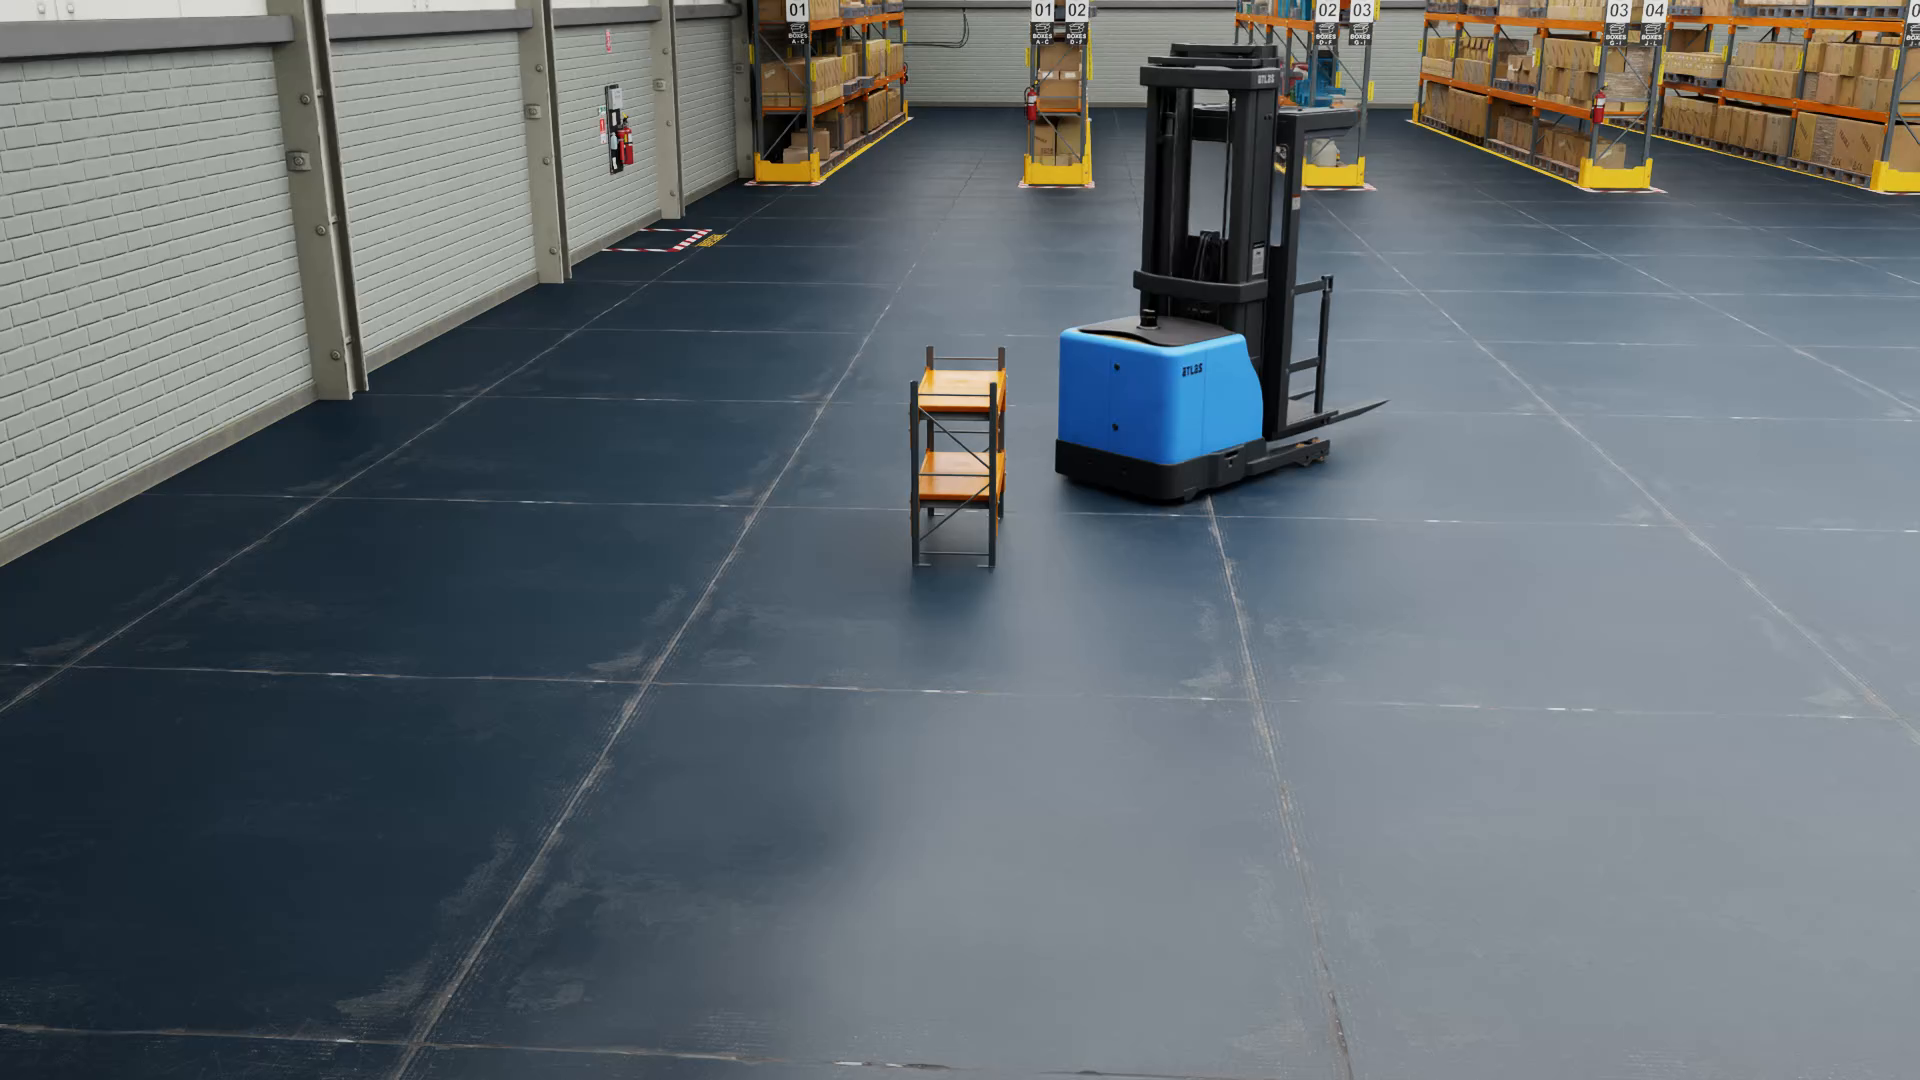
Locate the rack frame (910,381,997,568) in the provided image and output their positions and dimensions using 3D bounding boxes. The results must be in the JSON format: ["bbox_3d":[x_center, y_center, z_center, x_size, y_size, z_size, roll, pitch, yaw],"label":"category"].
[{"bbox_3d":[-0.036,-0.379,9.772,0.500,1.125,0.032,1,18,4],"label":"rack frame"}]

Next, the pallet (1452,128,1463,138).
[{"bbox_3d":[12.517,-9.855,40.161,1.003,0.211,1.213,1,18,4],"label":"pallet"}]

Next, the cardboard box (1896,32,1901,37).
[{"bbox_3d":[22.663,-12.124,39.798,0.380,0.149,0.250,1,18,3],"label":"cardboard box"}]

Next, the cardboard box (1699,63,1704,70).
[{"bbox_3d":[16.765,-10.587,37.168,0.380,0.149,0.250,2,18,5],"label":"cardboard box"}]

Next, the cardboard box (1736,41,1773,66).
[{"bbox_3d":[17.108,-10.421,35.643,0.700,0.500,0.500,1,18,4],"label":"cardboard box"}]

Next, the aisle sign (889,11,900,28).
[{"bbox_3d":[-1.734,-14.247,44.910,0.394,0.787,0.004,1,18,4],"label":"aisle sign"}]

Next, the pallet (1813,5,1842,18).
[{"bbox_3d":[16.794,-9.925,31.219,1.003,0.211,1.213,1,18,4],"label":"pallet"}]

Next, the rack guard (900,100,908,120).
[{"bbox_3d":[-2.036,-11.816,45.679,1.175,0.500,0.348,1,18,4],"label":"rack guard"}]

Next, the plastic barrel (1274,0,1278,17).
[{"bbox_3d":[6.948,-11.466,35.092,0.600,0.830,0.708,1,18,4],"label":"plastic barrel"}]

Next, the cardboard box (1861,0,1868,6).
[{"bbox_3d":[16.354,-9.611,29.689,0.380,0.149,0.250,1,18,4],"label":"cardboard box"}]

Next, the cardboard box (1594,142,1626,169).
[{"bbox_3d":[11.698,-6.900,30.004,0.500,0.500,0.500,5,19,14],"label":"cardboard box"}]

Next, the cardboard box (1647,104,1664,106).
[{"bbox_3d":[17.289,-10.760,41.393,0.380,0.149,0.250,2,18,6],"label":"cardboard box"}]

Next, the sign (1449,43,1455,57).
[{"bbox_3d":[11.943,-11.883,40.353,0.100,0.325,0.005,1,18,4],"label":"sign"}]

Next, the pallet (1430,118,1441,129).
[{"bbox_3d":[12.714,-10.711,42.773,1.003,0.211,1.213,1,18,4],"label":"pallet"}]

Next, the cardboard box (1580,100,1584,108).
[{"bbox_3d":[11.470,-7.902,30.126,0.380,0.149,0.250,1,18,4],"label":"cardboard box"}]

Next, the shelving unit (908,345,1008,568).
[{"bbox_3d":[0.000,-0.537,10.254,0.538,1.125,1.048,1,18,4],"label":"shelving unit"}]

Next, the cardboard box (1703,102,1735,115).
[{"bbox_3d":[16.938,-9.624,37.112,0.500,0.250,0.500,1,18,3],"label":"cardboard box"}]

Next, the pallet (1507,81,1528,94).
[{"bbox_3d":[12.109,-9.473,34.823,1.003,0.211,1.213,1,18,4],"label":"pallet"}]

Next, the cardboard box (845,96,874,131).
[{"bbox_3d":[-2.428,-9.915,38.642,0.750,0.750,0.750,1,18,3],"label":"cardboard box"}]

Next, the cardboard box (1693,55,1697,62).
[{"bbox_3d":[16.806,-10.880,37.583,0.380,0.149,0.250,1,18,4],"label":"cardboard box"}]

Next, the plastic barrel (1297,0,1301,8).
[{"bbox_3d":[6.757,-10.597,32.274,0.421,0.512,0.421,0,18,0],"label":"plastic barrel"}]

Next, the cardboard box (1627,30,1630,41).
[{"bbox_3d":[17.397,-12.896,42.718,0.500,0.500,0.500,2,18,6],"label":"cardboard box"}]

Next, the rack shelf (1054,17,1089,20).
[{"bbox_3d":[2.186,-10.864,35.100,1.077,0.370,4.000,1,18,4],"label":"rack shelf"}]

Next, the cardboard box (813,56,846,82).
[{"bbox_3d":[-2.781,-9.856,34.819,0.700,0.500,0.500,3,18,10],"label":"cardboard box"}]

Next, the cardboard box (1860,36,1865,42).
[{"bbox_3d":[22.184,-12.033,40.564,0.500,0.500,0.500,1,18,3],"label":"cardboard box"}]

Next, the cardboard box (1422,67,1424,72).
[{"bbox_3d":[12.429,-12.442,43.980,0.380,0.149,0.250,1,18,5],"label":"cardboard box"}]

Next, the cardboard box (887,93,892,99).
[{"bbox_3d":[-1.962,-11.406,42.713,0.380,0.149,0.250,2,18,6],"label":"cardboard box"}]

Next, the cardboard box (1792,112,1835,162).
[{"bbox_3d":[16.749,-7.791,32.121,0.875,0.875,0.875,2,18,5],"label":"cardboard box"}]

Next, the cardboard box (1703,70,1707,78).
[{"bbox_3d":[16.747,-10.358,36.947,0.380,0.149,0.250,1,18,4],"label":"cardboard box"}]

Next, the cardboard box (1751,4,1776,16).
[{"bbox_3d":[17.457,-11.682,36.279,0.500,0.500,0.500,1,18,4],"label":"cardboard box"}]

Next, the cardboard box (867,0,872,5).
[{"bbox_3d":[-2.473,-12.990,39.566,0.700,0.500,0.500,1,18,3],"label":"cardboard box"}]

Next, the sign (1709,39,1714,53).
[{"bbox_3d":[17.991,-11.819,39.815,0.100,0.325,0.005,1,18,4],"label":"sign"}]

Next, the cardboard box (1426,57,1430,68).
[{"bbox_3d":[12.449,-12.430,43.302,0.500,0.250,0.500,1,18,3],"label":"cardboard box"}]

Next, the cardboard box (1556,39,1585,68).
[{"bbox_3d":[11.567,-9.157,31.306,0.500,0.500,0.500,1,18,4],"label":"cardboard box"}]

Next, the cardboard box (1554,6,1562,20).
[{"bbox_3d":[11.603,-9.993,31.526,0.500,0.250,0.500,1,18,3],"label":"cardboard box"}]

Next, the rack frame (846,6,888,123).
[{"bbox_3d":[-2.325,-11.754,41.476,1.000,3.000,0.127,1,18,4],"label":"rack frame"}]

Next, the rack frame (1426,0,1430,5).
[{"bbox_3d":[12.784,-15.515,43.321,1.000,3.000,0.127,1,18,4],"label":"rack frame"}]

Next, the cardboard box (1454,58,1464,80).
[{"bbox_3d":[12.215,-11.332,40.029,0.500,0.500,0.500,1,18,4],"label":"cardboard box"}]

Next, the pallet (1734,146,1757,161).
[{"bbox_3d":[16.928,-8.091,34.777,1.003,0.211,1.213,1,18,4],"label":"pallet"}]

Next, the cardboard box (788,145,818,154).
[{"bbox_3d":[-3.005,-7.348,31.642,0.500,0.311,0.500,3,18,8],"label":"cardboard box"}]

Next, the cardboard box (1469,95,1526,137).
[{"bbox_3d":[12.281,-9.583,37.590,1.225,0.875,0.875,0,18,1],"label":"cardboard box"}]

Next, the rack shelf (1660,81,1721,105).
[{"bbox_3d":[17.294,-10.317,38.246,1.077,0.370,4.000,1,18,4],"label":"rack shelf"}]

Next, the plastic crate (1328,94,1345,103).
[{"bbox_3d":[7.120,-8.413,31.703,0.530,0.136,0.437,1,18,4],"label":"plastic crate"}]

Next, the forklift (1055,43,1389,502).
[{"bbox_3d":[2.067,-2.025,11.896,3.031,2.935,1.130,-17,25,-42],"label":"forklift"}]

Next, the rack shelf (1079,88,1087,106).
[{"bbox_3d":[2.186,-9.439,35.567,1.077,0.370,4.000,1,18,4],"label":"rack shelf"}]

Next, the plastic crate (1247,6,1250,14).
[{"bbox_3d":[7.286,-12.996,40.789,0.450,0.188,0.662,1,18,4],"label":"plastic crate"}]

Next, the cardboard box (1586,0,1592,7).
[{"bbox_3d":[11.386,-9.576,29.613,0.380,0.149,0.250,1,18,4],"label":"cardboard box"}]

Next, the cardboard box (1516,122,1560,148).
[{"bbox_3d":[12.082,-8.470,34.763,0.700,0.500,0.500,0,18,-1],"label":"cardboard box"}]

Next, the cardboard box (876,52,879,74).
[{"bbox_3d":[-2.208,-11.333,39.523,0.500,0.500,0.500,2,18,5],"label":"cardboard box"}]

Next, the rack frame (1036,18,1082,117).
[{"bbox_3d":[2.043,-9.160,33.559,1.000,3.000,0.127,1,18,4],"label":"rack frame"}]
